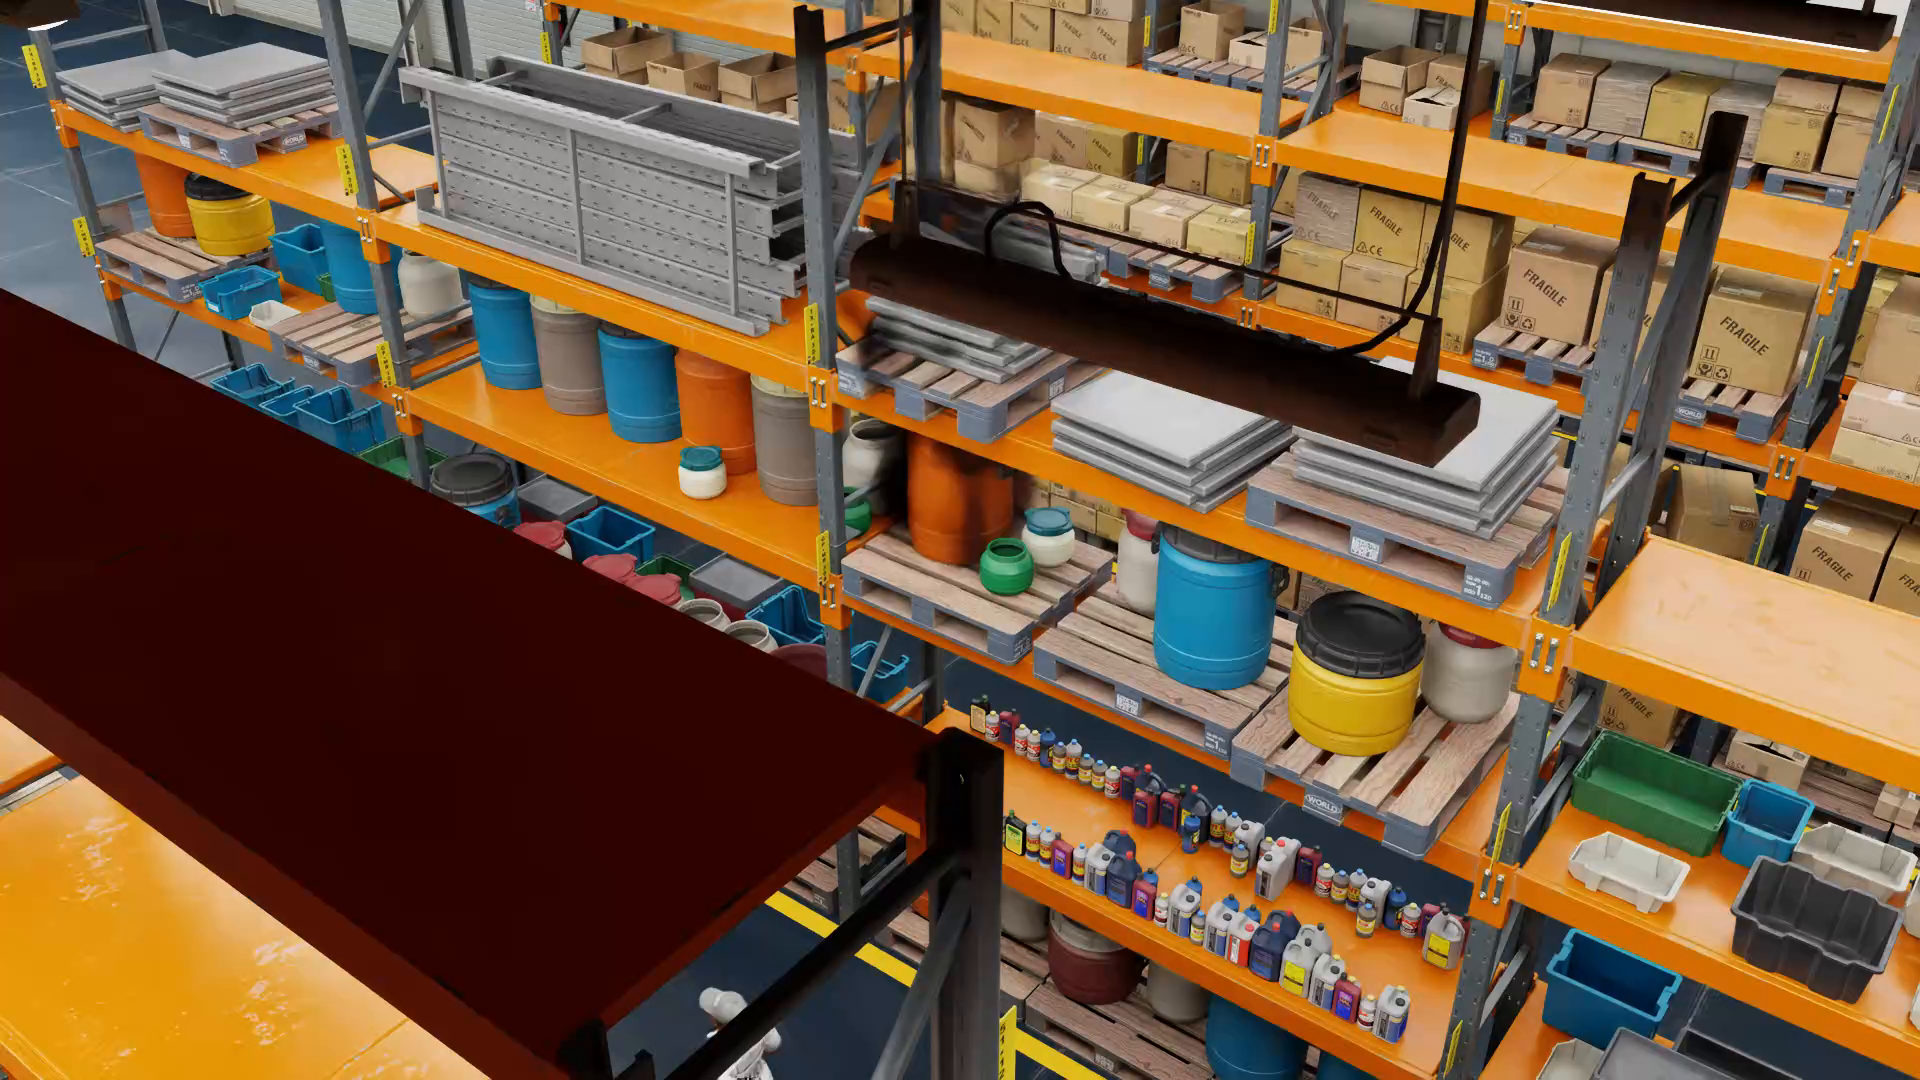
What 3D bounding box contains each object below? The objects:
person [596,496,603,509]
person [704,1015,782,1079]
[{"bbox_3d":[-3.225,-0.351,14.235,0.821,1.713,0.665,19,36,28],"label":"person"},{"bbox_3d":[-1.214,2.668,8.665,0.453,0.704,0.570,18,36,27],"label":"person"}]
